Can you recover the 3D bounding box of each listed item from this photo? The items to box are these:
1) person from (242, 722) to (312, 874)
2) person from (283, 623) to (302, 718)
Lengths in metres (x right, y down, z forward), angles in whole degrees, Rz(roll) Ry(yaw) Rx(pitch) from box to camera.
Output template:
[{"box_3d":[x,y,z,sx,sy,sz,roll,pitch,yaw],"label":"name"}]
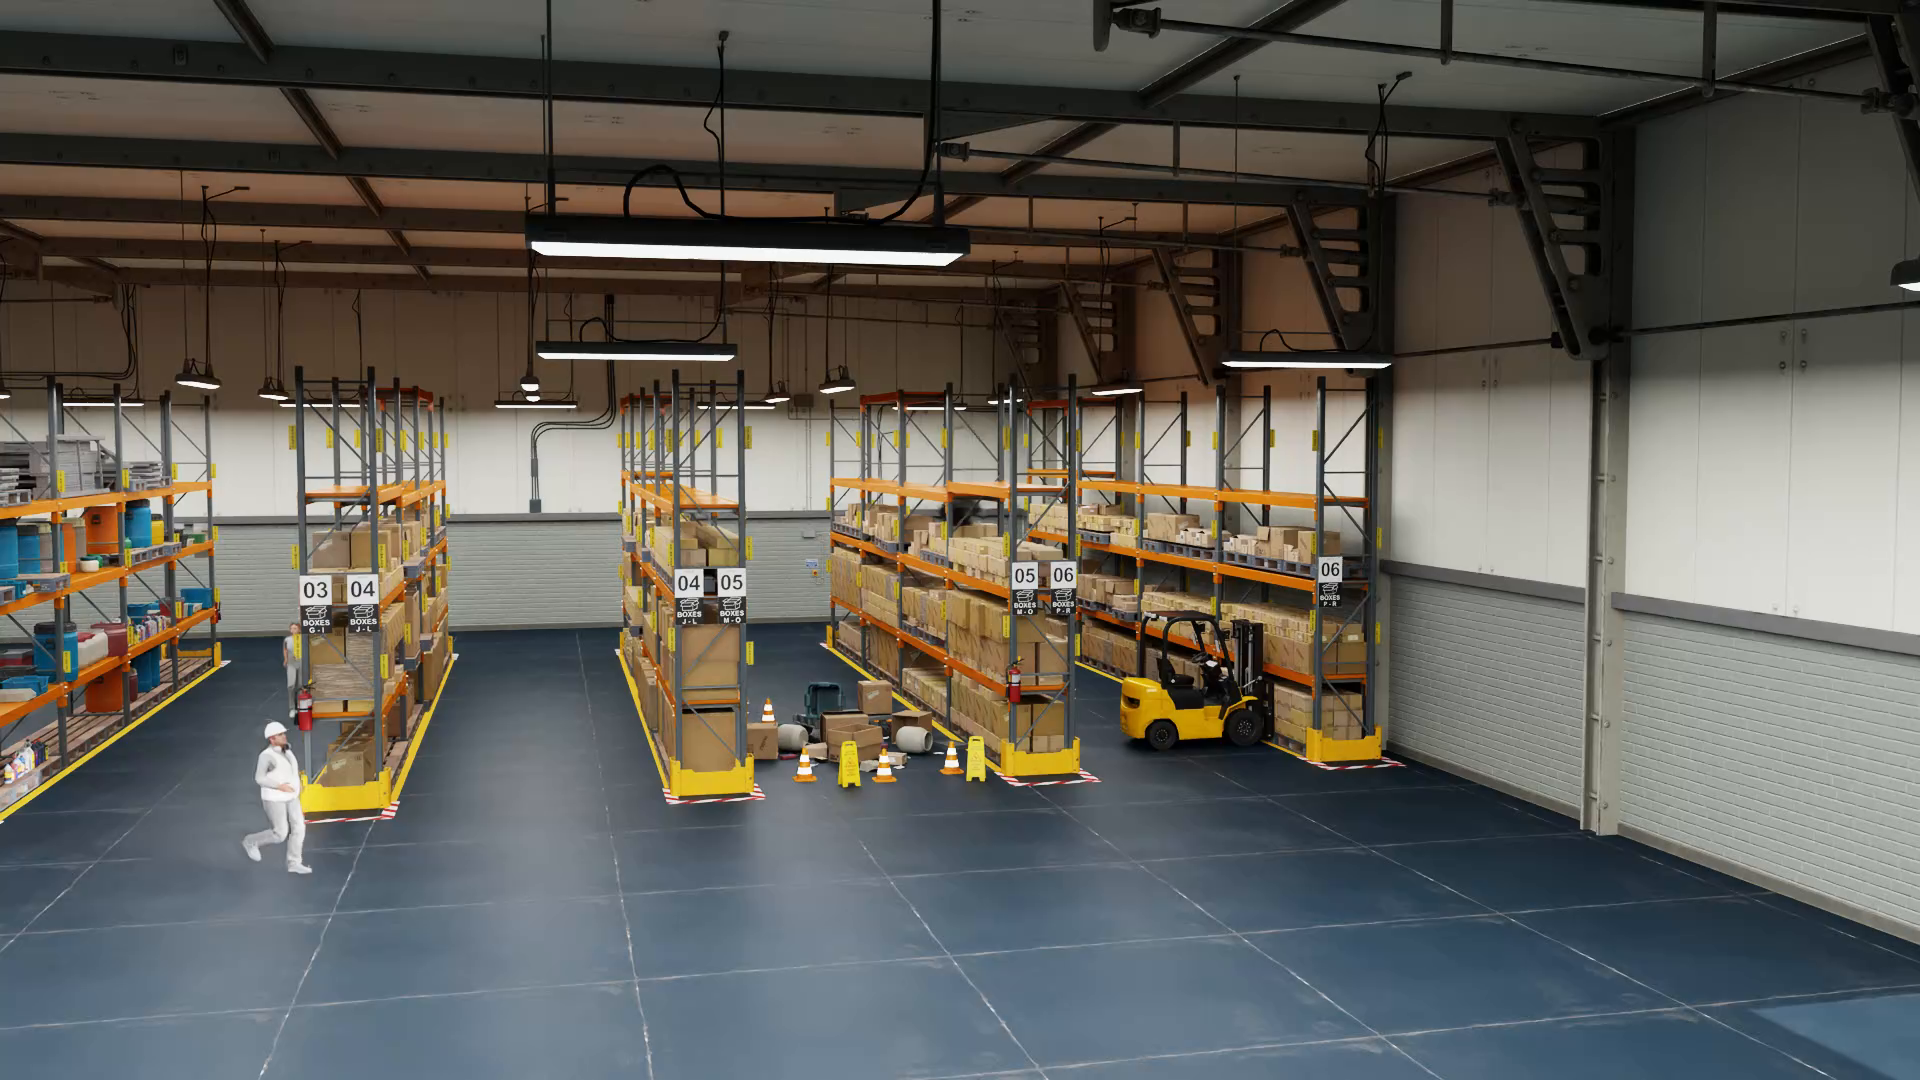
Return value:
[{"box_3d":[-7.888,2.980,19.251,0.841,1.750,0.660,1,4,14],"label":"person"},{"box_3d":[-12.098,2.350,30.420,0.559,1.713,0.819,-1,3,-11],"label":"person"}]
